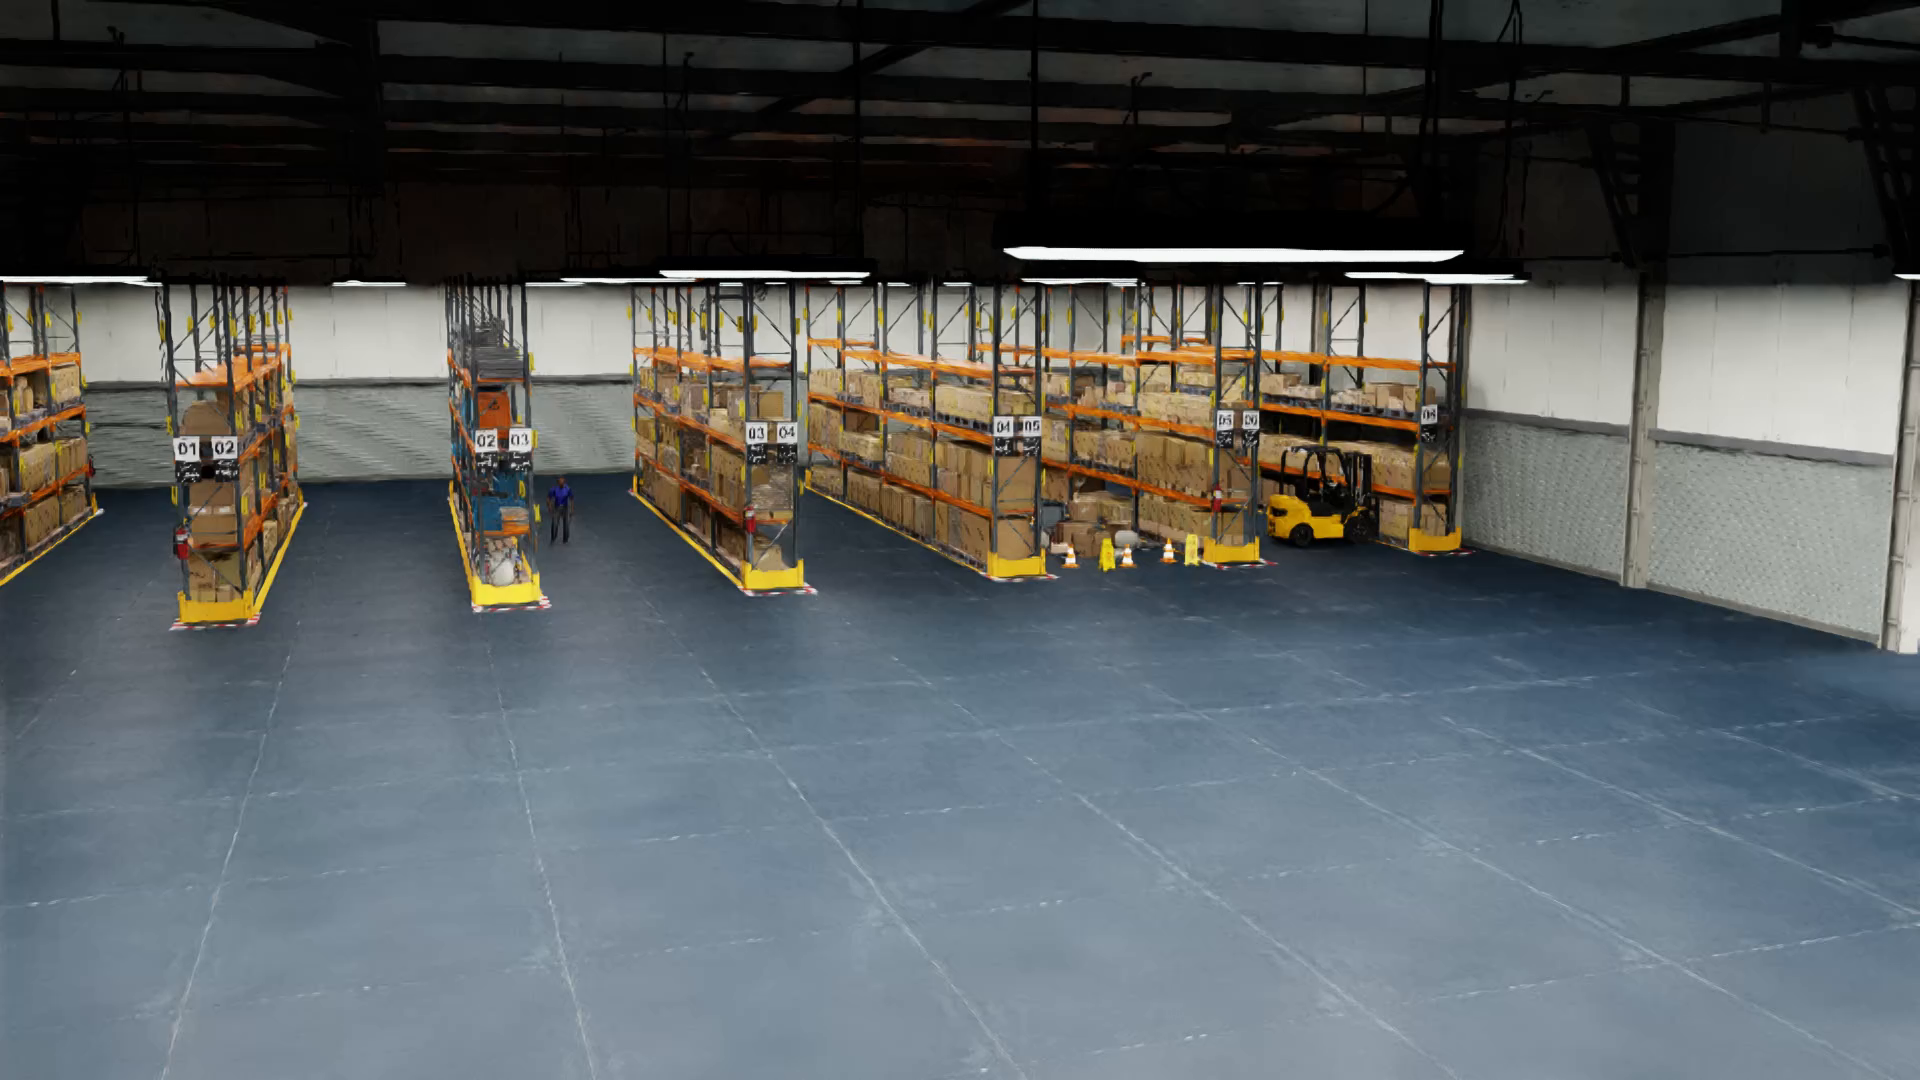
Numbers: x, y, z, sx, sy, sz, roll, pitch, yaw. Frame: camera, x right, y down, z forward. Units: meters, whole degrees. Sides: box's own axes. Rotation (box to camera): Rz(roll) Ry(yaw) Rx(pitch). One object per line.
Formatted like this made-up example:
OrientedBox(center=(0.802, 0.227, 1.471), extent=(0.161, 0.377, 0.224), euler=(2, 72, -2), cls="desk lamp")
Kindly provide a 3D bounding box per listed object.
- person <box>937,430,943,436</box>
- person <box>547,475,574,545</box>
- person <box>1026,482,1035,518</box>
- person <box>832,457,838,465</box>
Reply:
OrientedBox(center=(-0.698, -2.601, 49.461), extent=(0.537, 1.750, 0.659), euler=(-6, 10, -34), cls="person")
OrientedBox(center=(-8.932, -0.664, 37.215), extent=(0.592, 1.604, 0.518), euler=(-3, 9, -20), cls="person")
OrientedBox(center=(1.609, -1.423, 39.768), extent=(0.436, 1.749, 0.714), euler=(1, 9, 5), cls="person")
OrientedBox(center=(-3.688, -2.762, 50.907), extent=(0.548, 1.648, 0.587), euler=(3, 9, 18), cls="person")
